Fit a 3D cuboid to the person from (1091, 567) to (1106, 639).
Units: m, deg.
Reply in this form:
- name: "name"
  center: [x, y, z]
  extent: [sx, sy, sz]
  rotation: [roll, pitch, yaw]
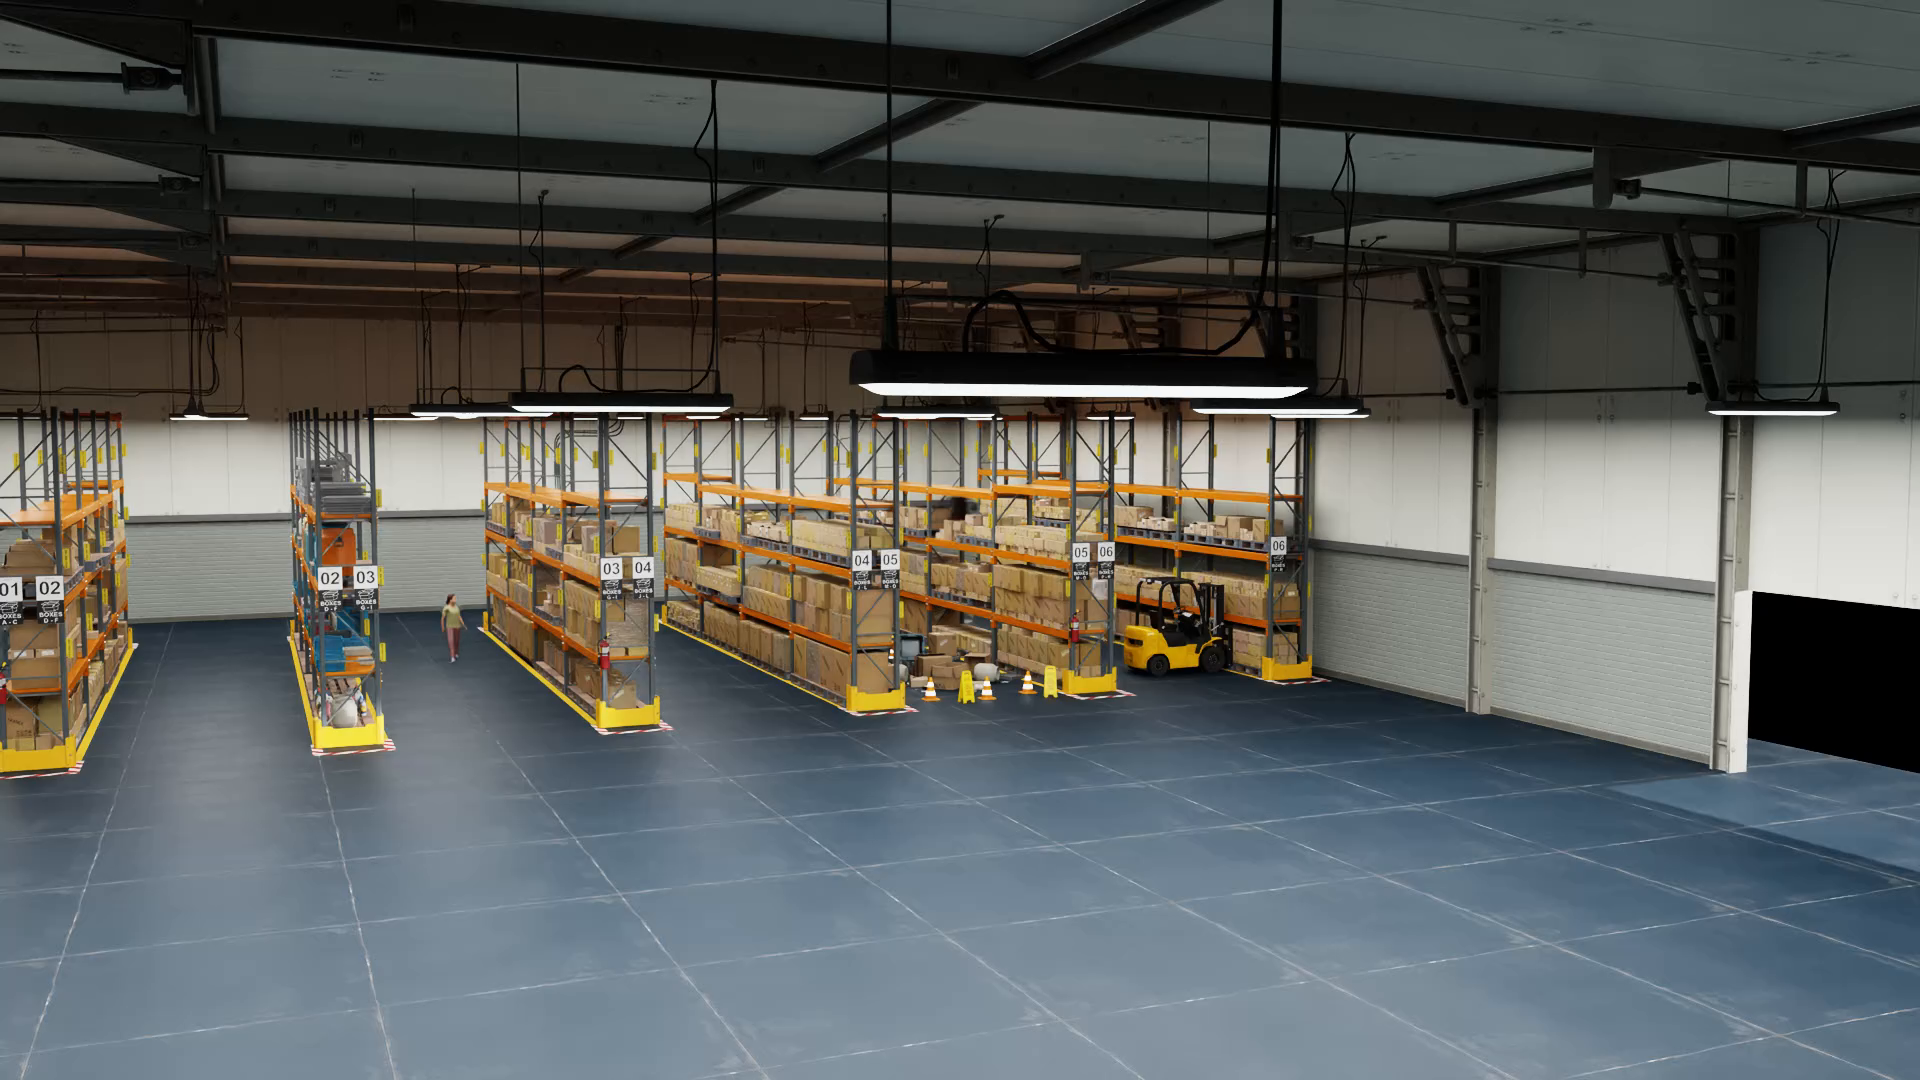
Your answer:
- name: "person"
  center: [3.448, 1.618, 42.102]
  extent: [0.640, 1.873, 0.548]
  rotation: [-3, 5, -36]

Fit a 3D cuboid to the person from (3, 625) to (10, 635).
- name: "person"
  center: [-24.466, 1.860, 42.948]
  extent: [1.012, 1.730, 0.568]
  rotation: [0, 4, -3]

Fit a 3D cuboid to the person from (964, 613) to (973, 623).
- name: "person"
  center: [0.194, 1.453, 45.340]
  extent: [0.321, 1.611, 0.513]
  rotation: [-1, 4, -12]

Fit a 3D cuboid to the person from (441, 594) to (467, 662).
- name: "person"
  center: [-12.187, 2.105, 40.035]
  extent: [0.584, 1.620, 1.012]
  rotation: [-2, 4, -25]
